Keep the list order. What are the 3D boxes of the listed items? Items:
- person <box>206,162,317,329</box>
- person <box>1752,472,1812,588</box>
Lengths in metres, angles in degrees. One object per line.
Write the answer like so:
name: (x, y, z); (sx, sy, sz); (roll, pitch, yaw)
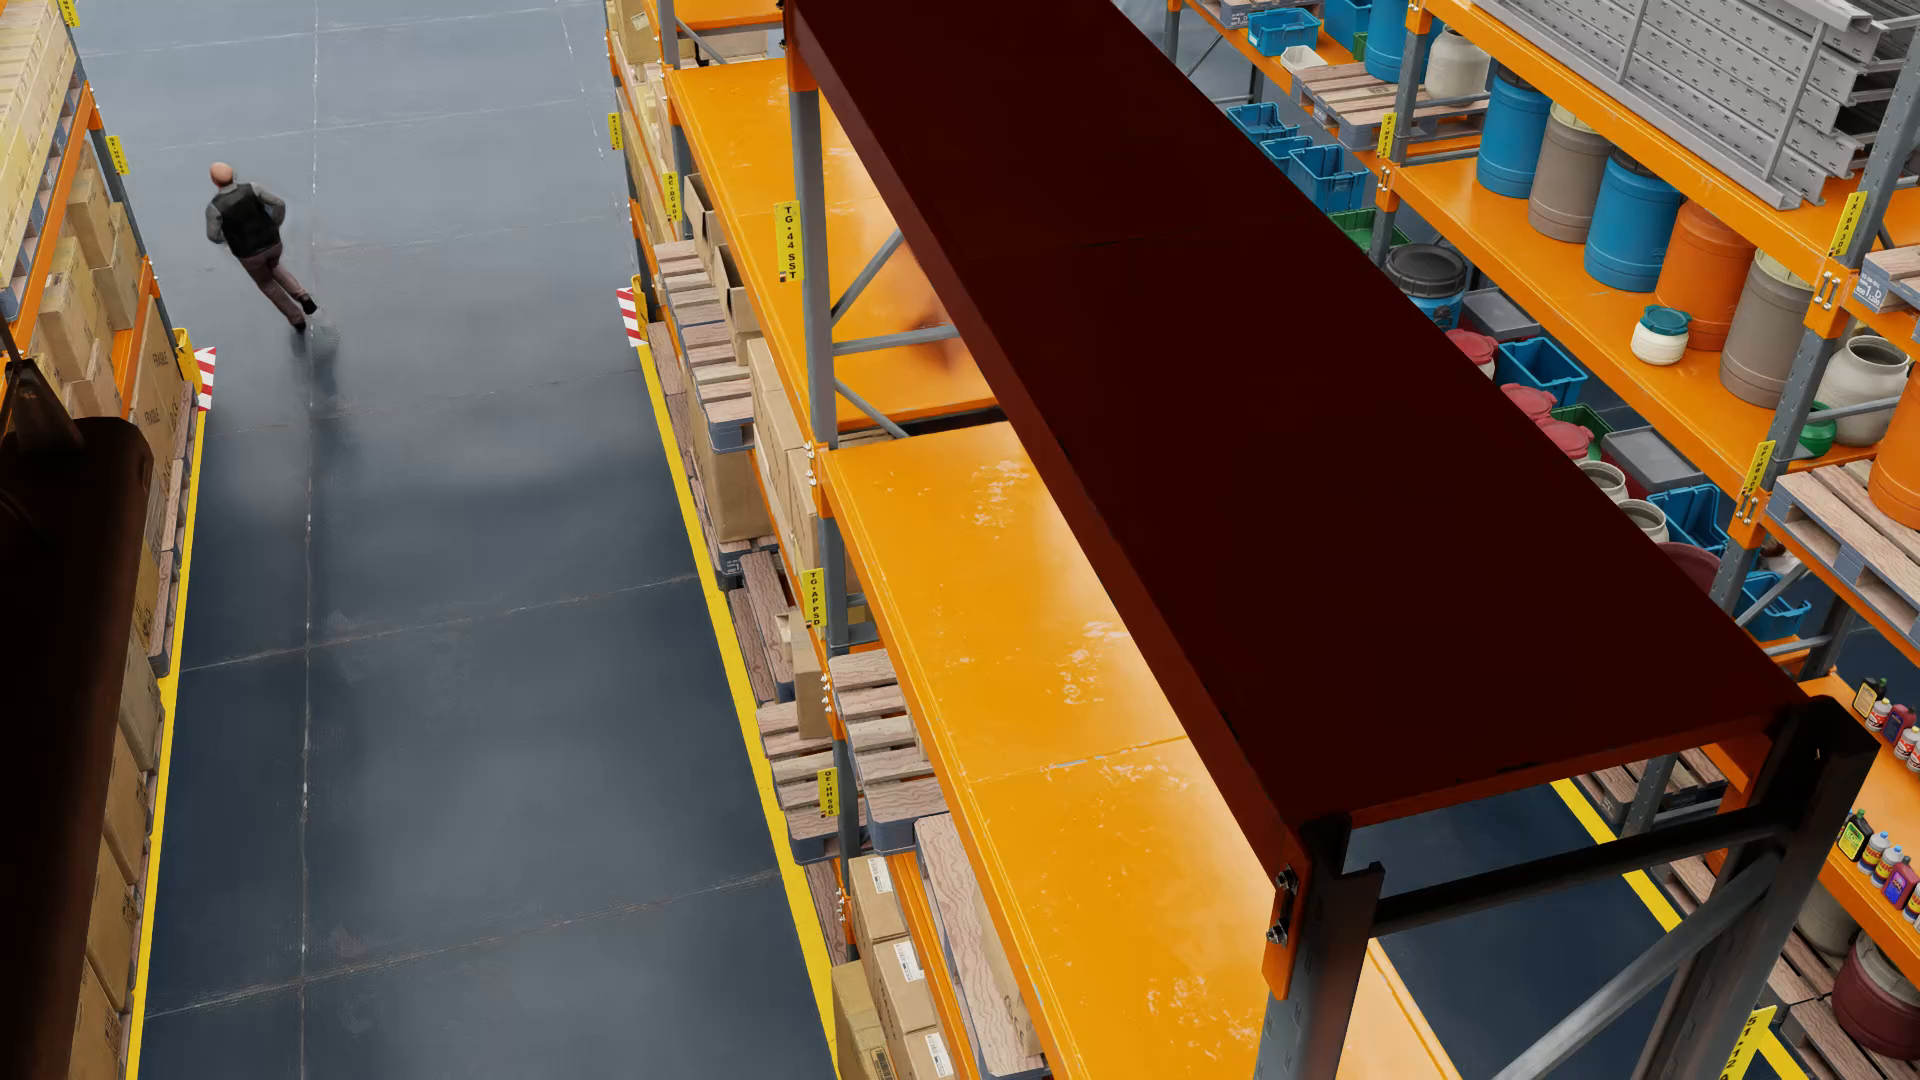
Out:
person: (-6.290, -2.605, 14.780); (0.535, 1.668, 0.699); (29, 47, 31)
person: (5.595, 0.117, 11.343); (0.571, 1.653, 0.572); (-12, 40, -15)
